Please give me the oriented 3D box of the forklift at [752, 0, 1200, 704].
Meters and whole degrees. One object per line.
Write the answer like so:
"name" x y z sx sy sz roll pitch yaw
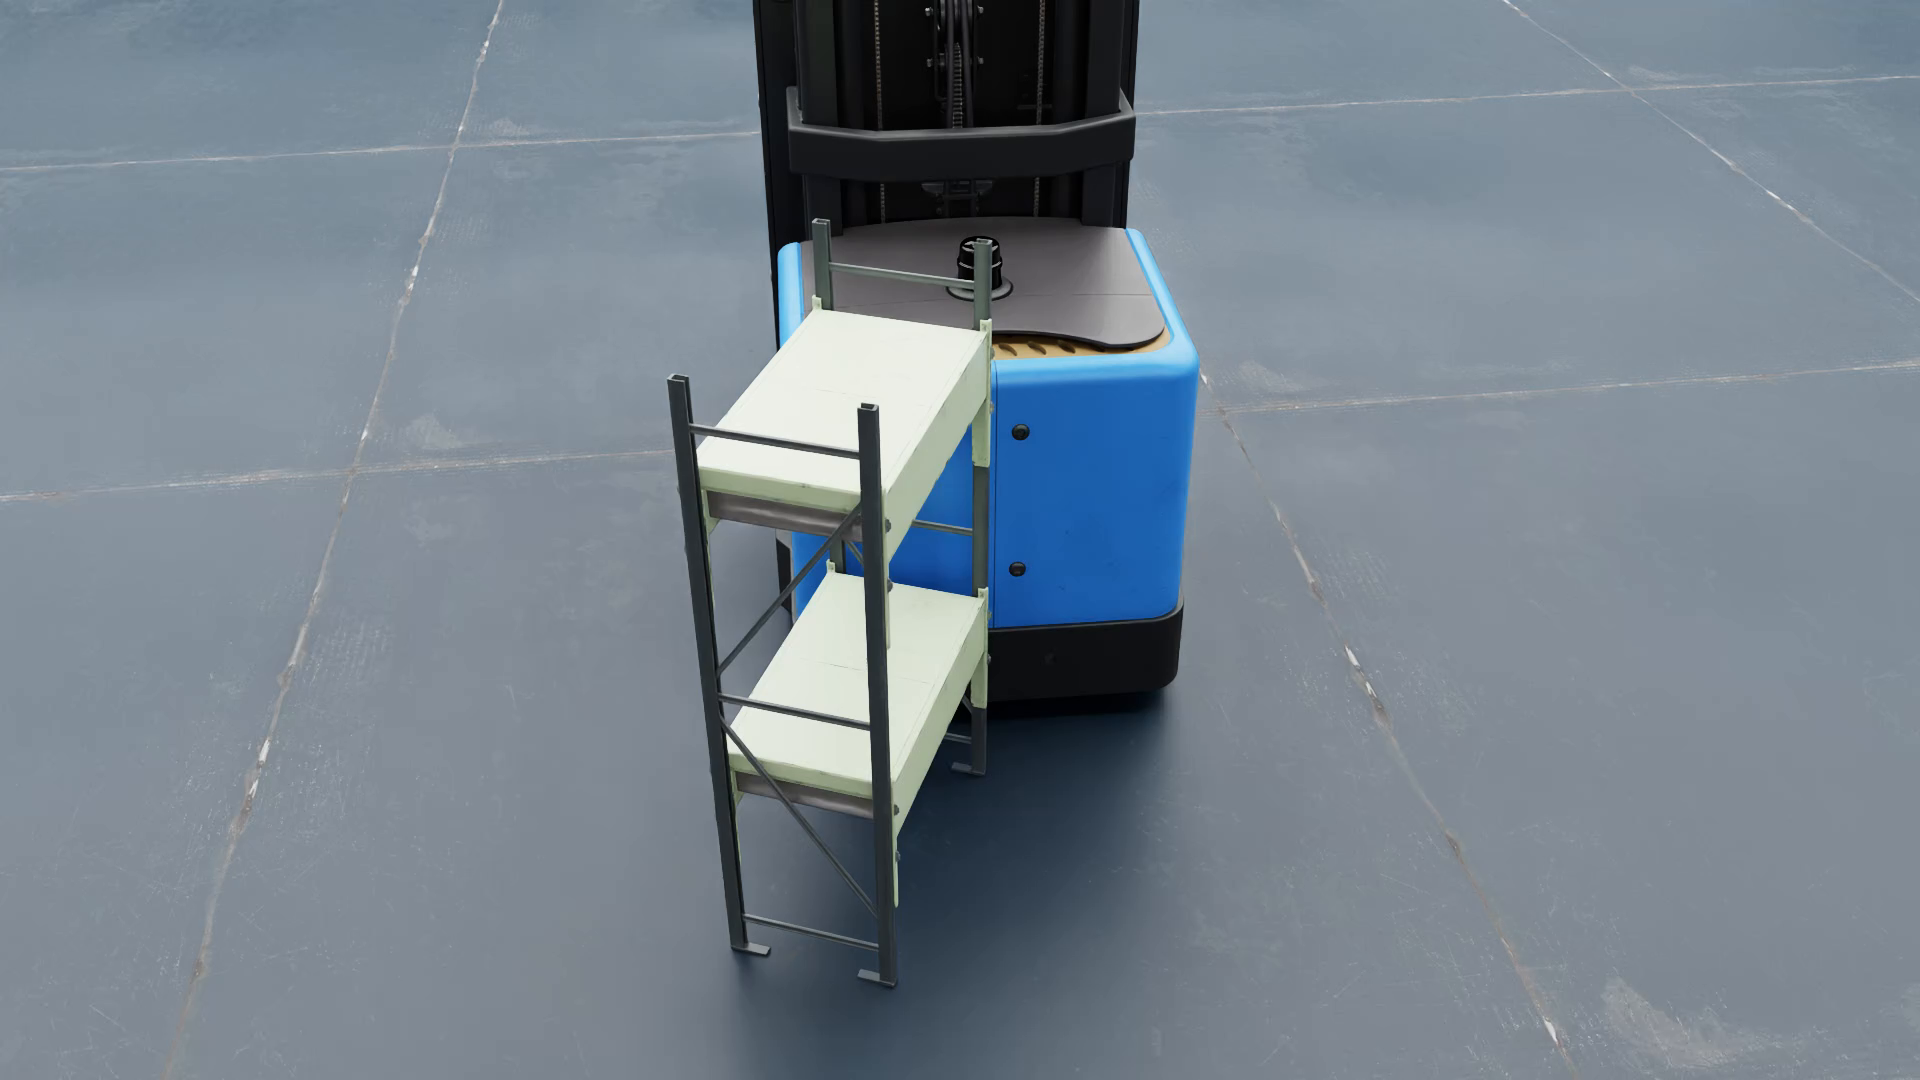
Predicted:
"forklift" -0.064 -1.564 4.942 1.130 2.935 3.031 -3 34 -5

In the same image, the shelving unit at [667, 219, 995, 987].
"shelving unit" -0.232 0.157 3.688 0.431 1.500 0.755 10 35 14

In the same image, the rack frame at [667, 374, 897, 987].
"rack frame" -0.337 0.354 3.398 0.400 1.500 0.023 10 35 14

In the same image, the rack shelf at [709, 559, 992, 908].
"rack shelf" -0.232 0.426 3.871 0.431 0.370 0.720 10 35 14

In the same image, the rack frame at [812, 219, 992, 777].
"rack frame" -0.126 -0.040 3.977 0.400 1.500 0.023 10 35 14

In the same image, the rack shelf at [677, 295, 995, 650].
"rack shelf" -0.232 -0.165 3.468 0.431 0.370 0.720 10 35 14
